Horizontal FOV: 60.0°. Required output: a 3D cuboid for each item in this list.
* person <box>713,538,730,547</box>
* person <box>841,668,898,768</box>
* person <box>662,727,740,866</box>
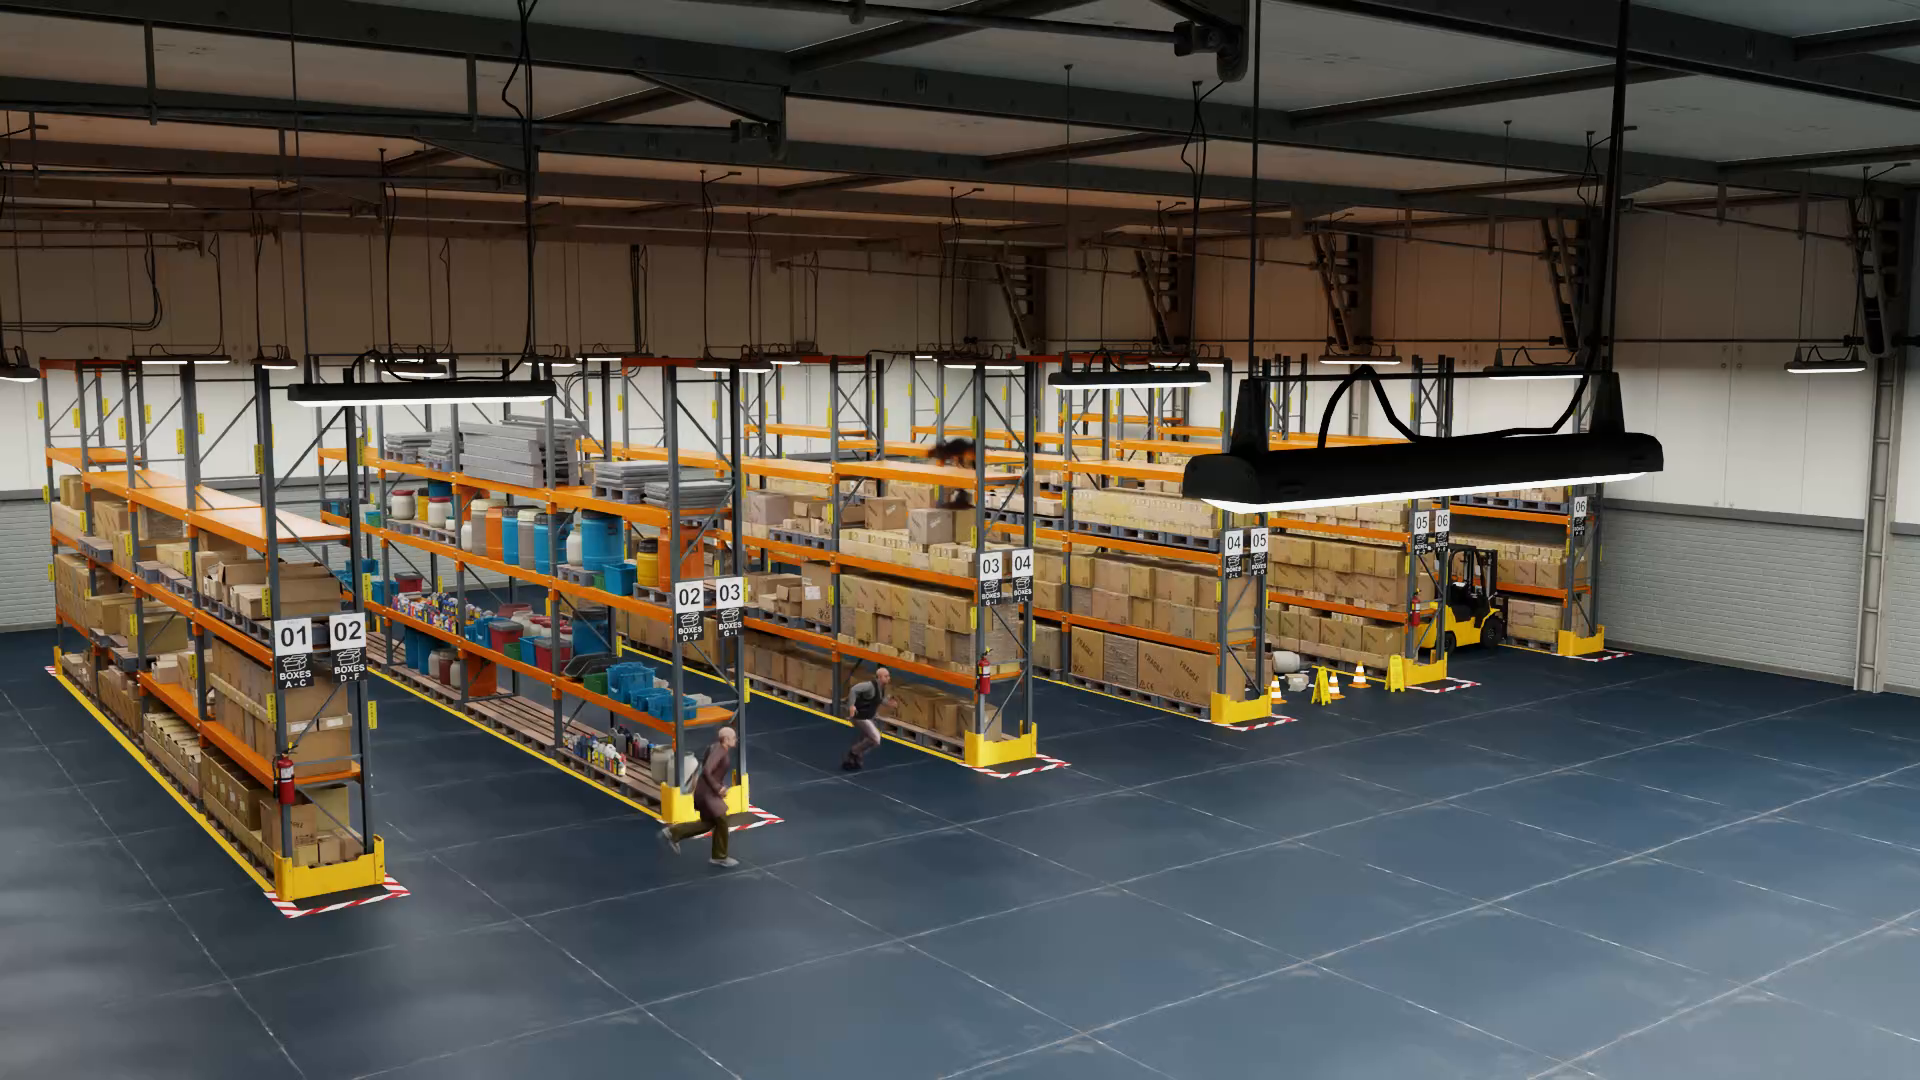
[{"bbox_3d":[-6.023,0.485,41.917,0.484,1.707,0.802,0,7,0],"label":"person"},{"bbox_3d":[-1.363,2.629,24.385,0.902,1.559,0.695,3,8,25],"label":"person"},{"bbox_3d":[-3.131,3.112,19.987,0.926,1.735,0.713,0,7,-1],"label":"person"}]
